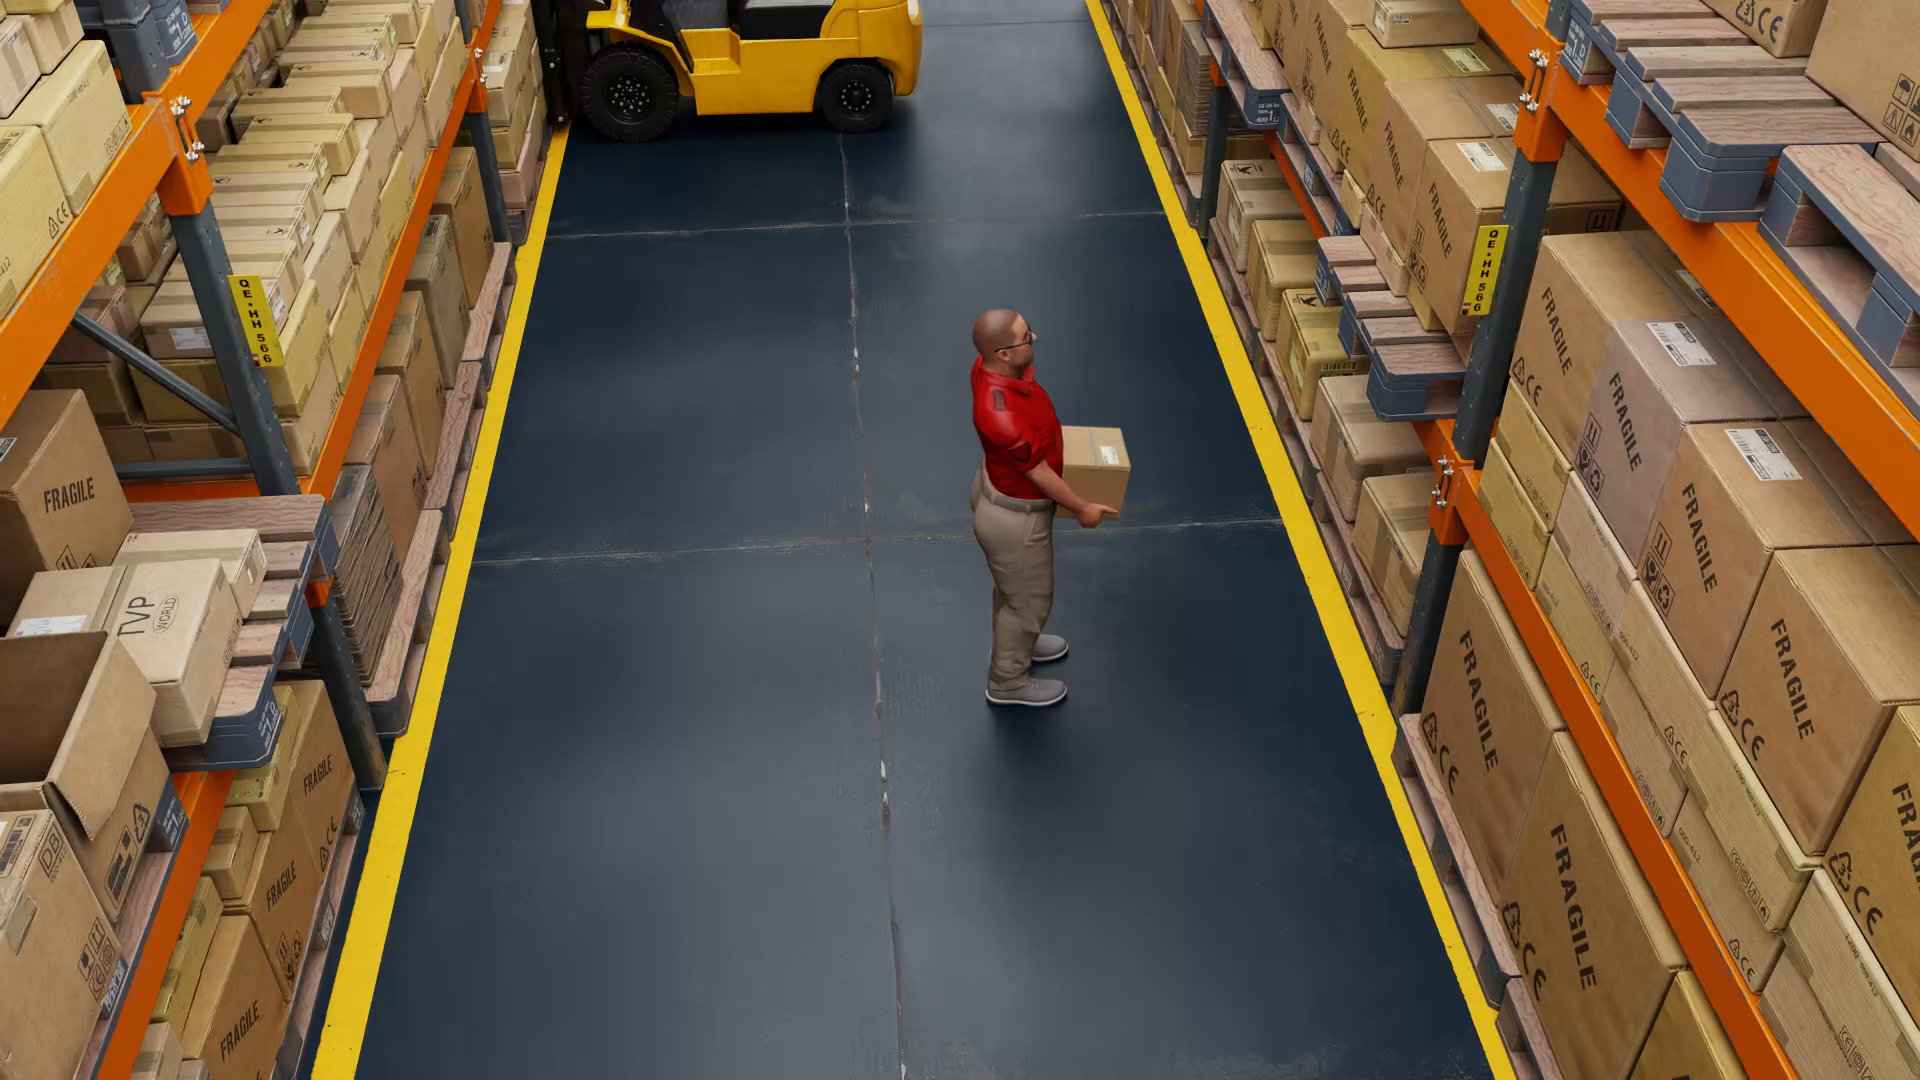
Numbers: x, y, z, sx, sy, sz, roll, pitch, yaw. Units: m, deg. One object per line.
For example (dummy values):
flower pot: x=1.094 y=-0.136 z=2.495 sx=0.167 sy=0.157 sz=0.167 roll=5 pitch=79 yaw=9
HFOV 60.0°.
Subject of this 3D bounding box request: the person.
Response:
person: x=0.305 y=-0.131 z=6.340 sx=0.537 sy=1.712 sz=0.493 roll=-3 pitch=39 yaw=-4
